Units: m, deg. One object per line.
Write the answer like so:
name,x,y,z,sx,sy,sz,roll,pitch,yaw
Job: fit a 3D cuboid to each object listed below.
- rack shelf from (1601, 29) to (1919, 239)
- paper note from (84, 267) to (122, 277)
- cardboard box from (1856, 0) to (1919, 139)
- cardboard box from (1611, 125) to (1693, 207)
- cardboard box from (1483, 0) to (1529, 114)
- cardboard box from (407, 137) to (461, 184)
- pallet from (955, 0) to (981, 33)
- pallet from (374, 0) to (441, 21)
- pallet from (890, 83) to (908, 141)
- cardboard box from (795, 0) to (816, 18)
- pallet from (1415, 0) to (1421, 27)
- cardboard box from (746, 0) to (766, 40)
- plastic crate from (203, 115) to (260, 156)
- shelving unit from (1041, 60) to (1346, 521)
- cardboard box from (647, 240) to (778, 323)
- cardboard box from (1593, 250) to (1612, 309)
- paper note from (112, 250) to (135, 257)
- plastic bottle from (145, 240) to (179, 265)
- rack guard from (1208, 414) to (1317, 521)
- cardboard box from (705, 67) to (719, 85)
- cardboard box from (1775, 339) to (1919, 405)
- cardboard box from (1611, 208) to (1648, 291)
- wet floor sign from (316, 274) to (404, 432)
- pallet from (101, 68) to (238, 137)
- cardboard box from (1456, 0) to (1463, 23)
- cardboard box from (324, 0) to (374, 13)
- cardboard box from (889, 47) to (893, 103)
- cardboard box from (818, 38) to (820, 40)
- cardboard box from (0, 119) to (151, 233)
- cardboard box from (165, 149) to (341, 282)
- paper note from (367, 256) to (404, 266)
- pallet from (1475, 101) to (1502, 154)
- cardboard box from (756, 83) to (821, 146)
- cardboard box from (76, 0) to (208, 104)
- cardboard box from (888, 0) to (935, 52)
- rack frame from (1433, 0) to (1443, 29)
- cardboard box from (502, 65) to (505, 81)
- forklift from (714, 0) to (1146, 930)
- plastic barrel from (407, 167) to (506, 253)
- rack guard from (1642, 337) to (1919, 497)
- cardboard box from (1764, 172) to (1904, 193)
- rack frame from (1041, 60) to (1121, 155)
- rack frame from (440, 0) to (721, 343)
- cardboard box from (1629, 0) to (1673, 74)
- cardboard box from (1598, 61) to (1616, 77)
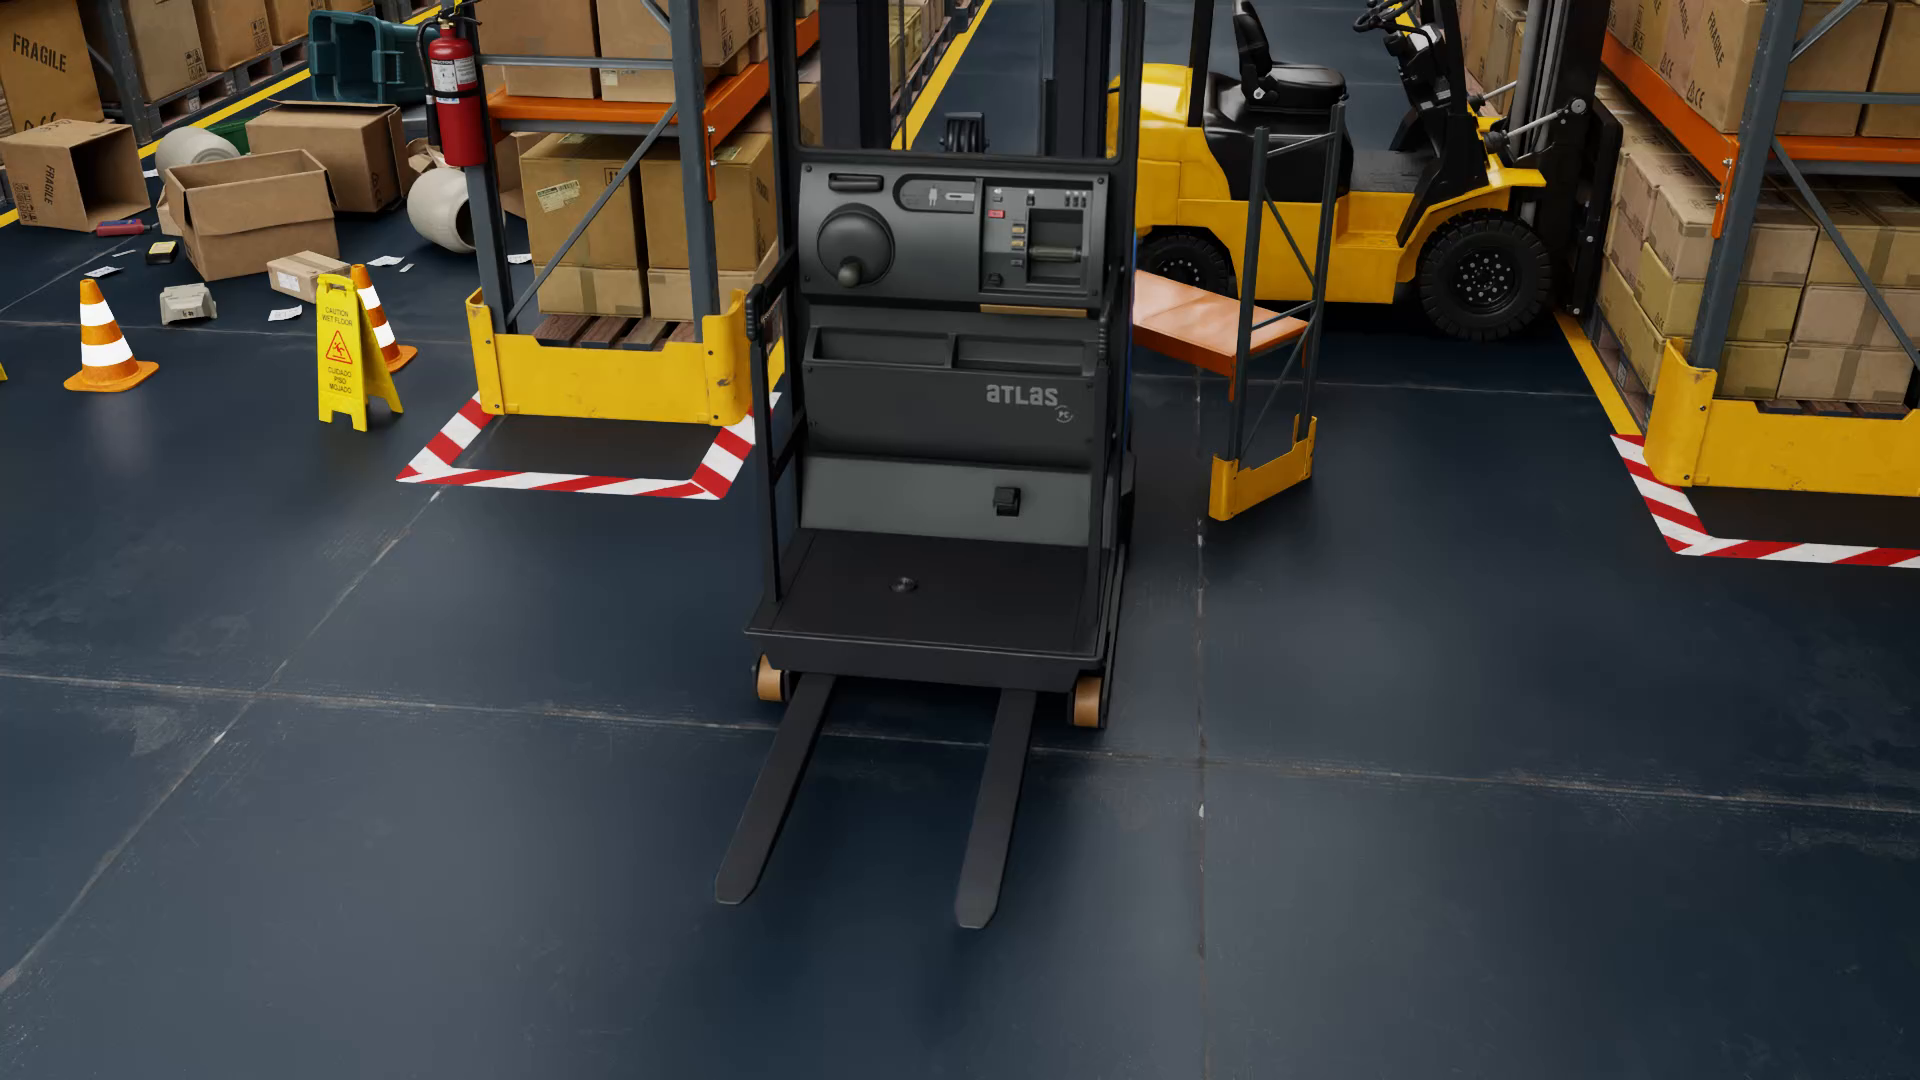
rack shelf,3.650,-2.224,7.975,1.077,0.370,4.000,3,28,6
paper note,-4.575,-1.438,8.890,0.144,0.017,0.142,14,31,24
cardboard box,3.741,-1.861,6.436,0.500,0.500,0.500,4,29,8
cardboard box,3.260,-1.728,7.697,0.500,0.250,0.500,4,29,7
cardboard box,4.050,-3.233,11.149,0.875,0.625,0.625,3,28,6
cardboard box,-3.262,-2.307,10.252,0.258,0.266,0.396,-17,33,-29
pallet,-0.371,-4.791,14.921,1.003,0.211,1.213,3,28,6
pallet,-5.370,-5.032,15.368,1.003,0.211,1.213,3,28,6
pallet,-0.938,-2.908,11.425,1.003,0.211,1.213,3,28,6
cardboard box,-0.947,-2.769,8.492,0.380,0.149,0.250,4,29,7
pallet,4.514,-4.487,14.356,1.003,0.211,1.213,3,28,6
cardboard box,-1.129,-2.512,7.331,0.500,0.500,0.500,4,29,8
plastic crate,-4.678,-2.639,10.889,0.450,0.188,0.662,9,28,37
shelving unit,0.844,-1.010,6.543,0.587,1.500,1.083,-25,37,-38
cardboard box,-1.149,-1.224,7.816,0.500,0.250,0.500,3,28,6
cardboard box,3.289,-1.282,7.923,0.500,0.250,0.500,4,29,7
paper note,-4.614,-1.583,9.177,0.032,0.001,0.123,20,34,32
plastic bottle,-4.375,-1.588,9.133,0.133,0.061,0.283,-6,29,-11
rack guard,1.190,-0.290,6.525,0.587,0.250,0.087,-25,37,-38
cardboard box,-1.258,-2.043,7.145,0.380,0.149,0.250,4,29,7
cardboard box,3.659,-0.794,7.017,0.500,0.250,0.500,3,29,6
cardboard box,3.226,-1.277,7.387,0.500,0.250,0.500,3,28,6
wet floor sign,-2.607,-0.823,7.097,0.267,0.644,0.232,14,31,24
pallet,-5.937,-3.149,11.873,1.003,0.211,1.213,3,28,6
cardboard box,4.295,-4.212,12.967,0.875,0.625,0.625,4,29,8
cardboard box,-5.631,-4.805,13.936,1.050,0.750,0.750,3,28,6
cardboard box,-0.970,-3.044,11.066,0.950,0.372,0.625,4,29,7
cardboard box,-0.838,-2.780,9.912,0.500,0.500,0.500,3,28,5
cardboard box,-5.129,-2.120,9.655,0.500,0.500,0.500,8,29,15
cardboard box,-3.820,-1.761,8.989,0.797,0.503,0.637,-17,33,-29
paper note,-3.129,-1.526,9.062,0.148,0.019,0.142,14,31,24
pallet,3.946,-2.604,10.861,1.003,0.211,1.213,3,28,6
cardboard box,-1.017,-2.048,8.554,0.500,0.500,0.500,4,29,7
cardboard box,-5.970,-3.501,11.515,1.050,0.750,0.750,3,28,6
cardboard box,-0.703,-4.067,12.964,0.950,0.372,0.625,3,28,5
rack frame,4.385,-5.365,13.046,1.000,3.000,0.127,3,28,6
cardboard box,-1.768,-2.090,7.231,0.380,0.149,0.250,3,28,6
forklift,-0.053,-0.885,4.803,1.130,2.935,3.031,4,29,7
plastic barrel,-2.772,-1.812,9.168,0.421,0.421,0.512,-24,36,-37
rack guard,3.402,-0.488,6.628,1.175,0.500,0.348,3,28,6
cardboard box,3.709,-1.465,7.208,0.500,0.250,0.500,3,28,6
rack frame,0.496,-1.180,6.859,0.500,1.500,0.032,-25,37,-38
rack frame,-1.522,-1.886,6.589,1.000,3.000,0.127,3,28,6
cardboard box,3.340,-2.375,7.391,0.500,0.500,0.500,3,28,5
cardboard box,3.451,-2.447,9.032,0.500,0.250,0.500,3,28,6
